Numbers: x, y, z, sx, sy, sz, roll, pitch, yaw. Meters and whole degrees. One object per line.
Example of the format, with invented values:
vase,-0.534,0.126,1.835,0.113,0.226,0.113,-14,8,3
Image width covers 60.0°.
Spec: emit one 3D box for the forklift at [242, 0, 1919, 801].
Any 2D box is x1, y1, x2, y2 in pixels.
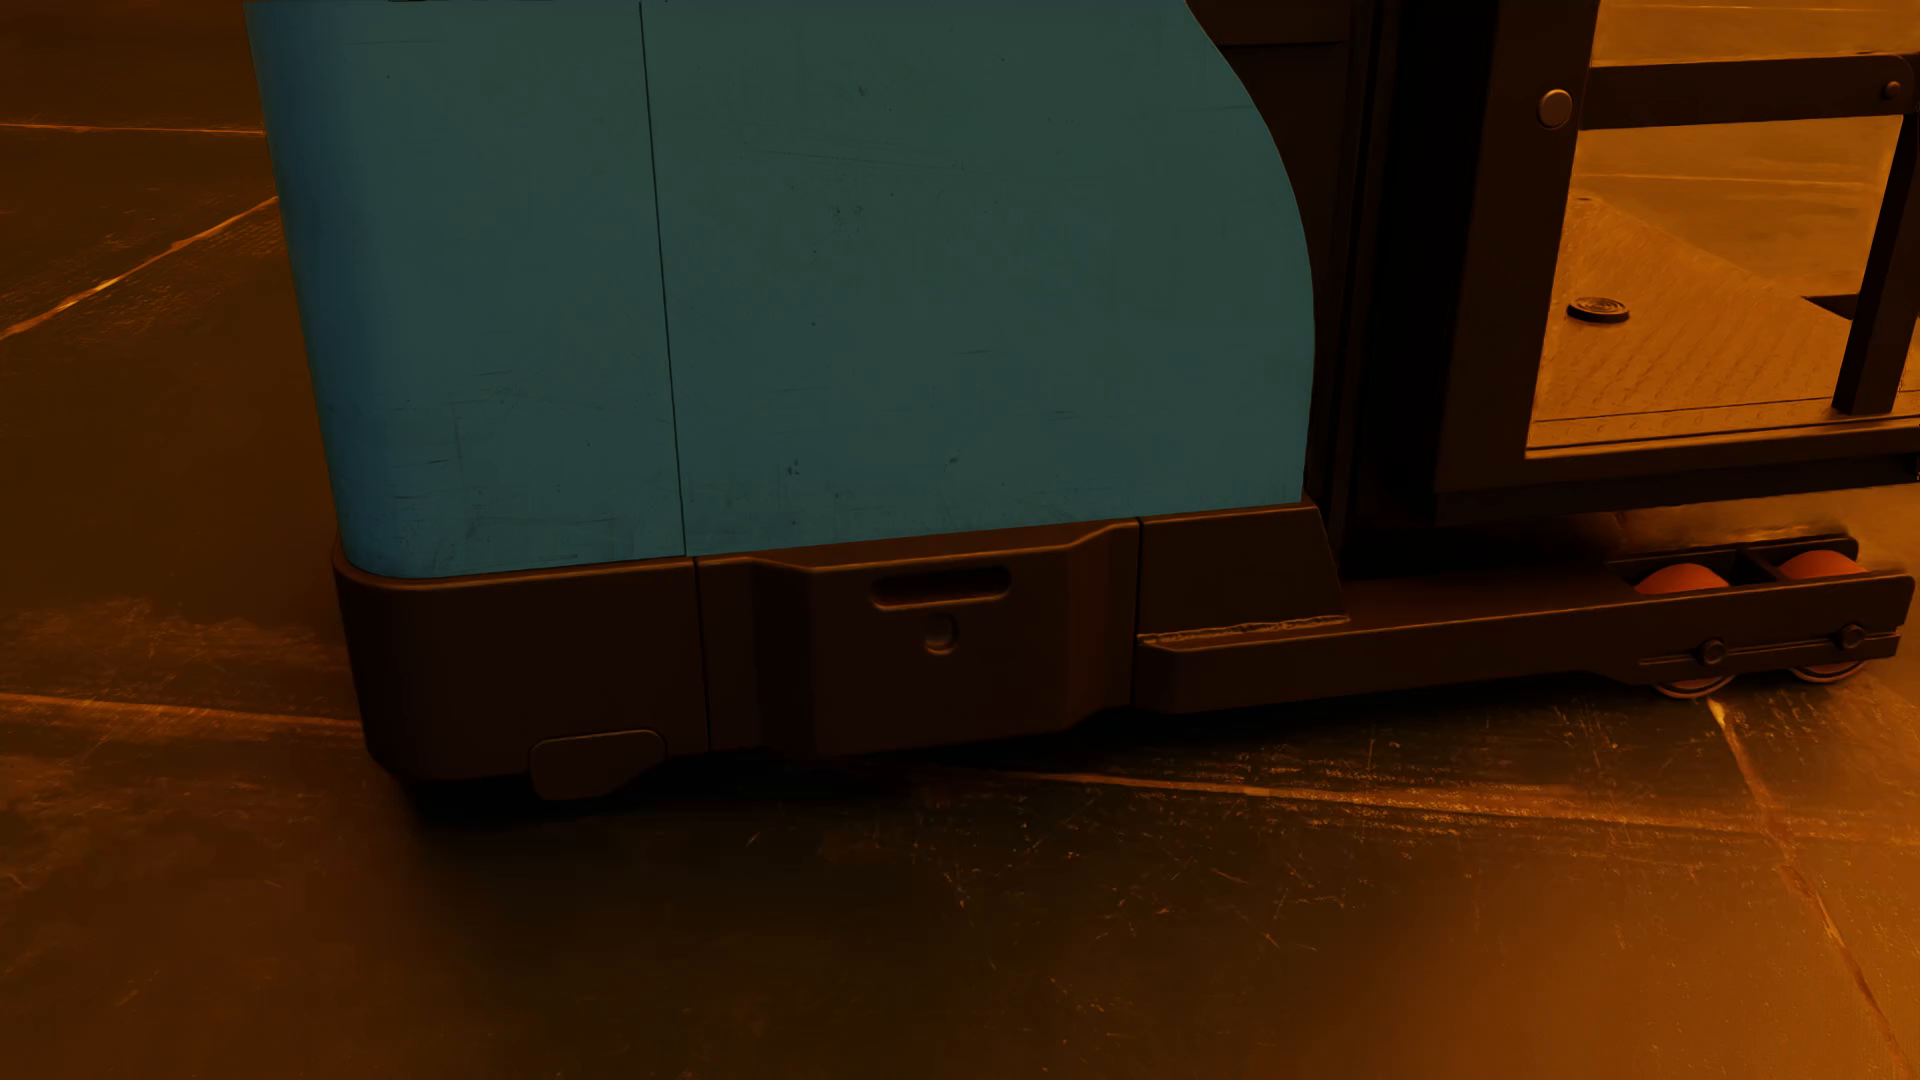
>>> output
forklift,0.731,-1.338,1.899,3.031,2.935,1.130,-5,27,-10
